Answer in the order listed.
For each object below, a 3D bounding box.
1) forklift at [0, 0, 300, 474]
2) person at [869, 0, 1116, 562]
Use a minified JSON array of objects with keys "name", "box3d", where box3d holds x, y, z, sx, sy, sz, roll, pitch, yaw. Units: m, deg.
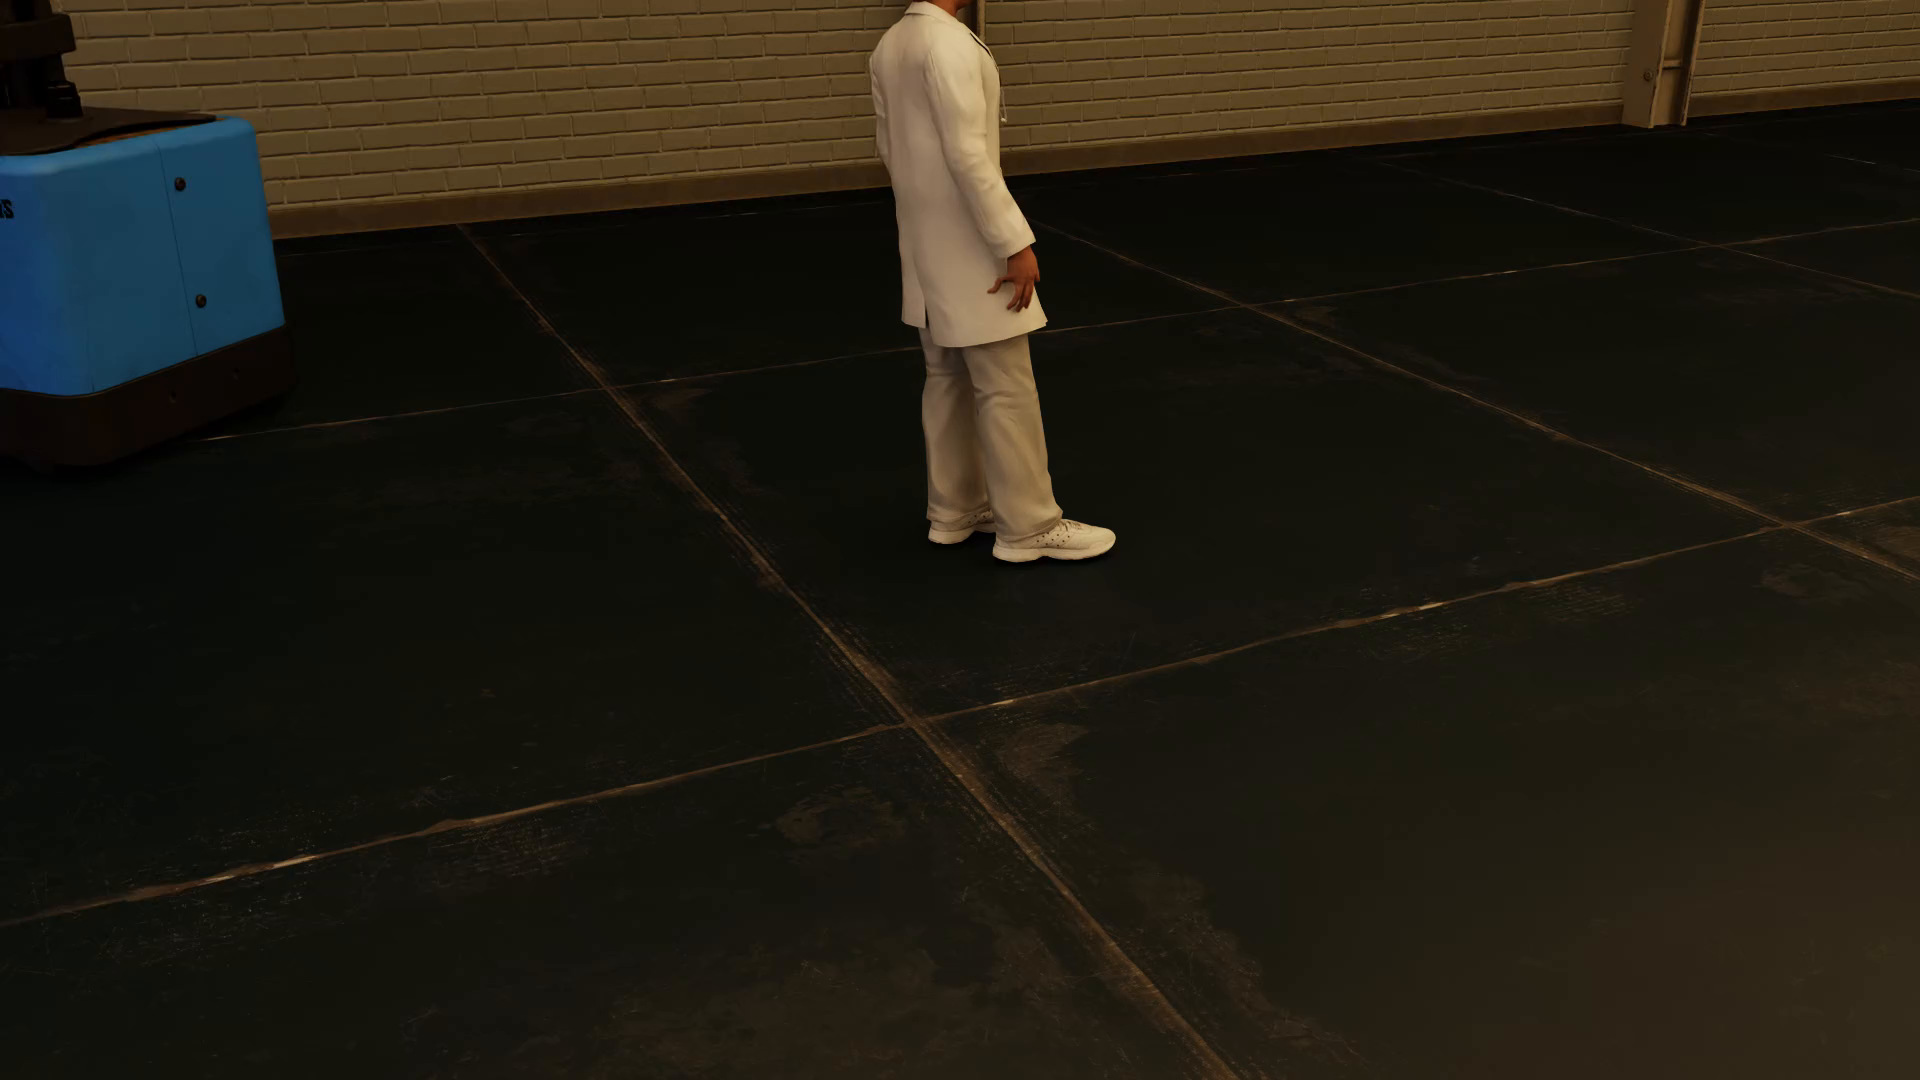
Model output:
[{"name":"forklift","box3d":[-4.091,-1.906,5.875,3.031,2.935,1.130,8,24,18]},{"name":"person","box3d":[0.085,-0.841,4.796,0.578,1.778,0.696,-10,25,-23]}]
